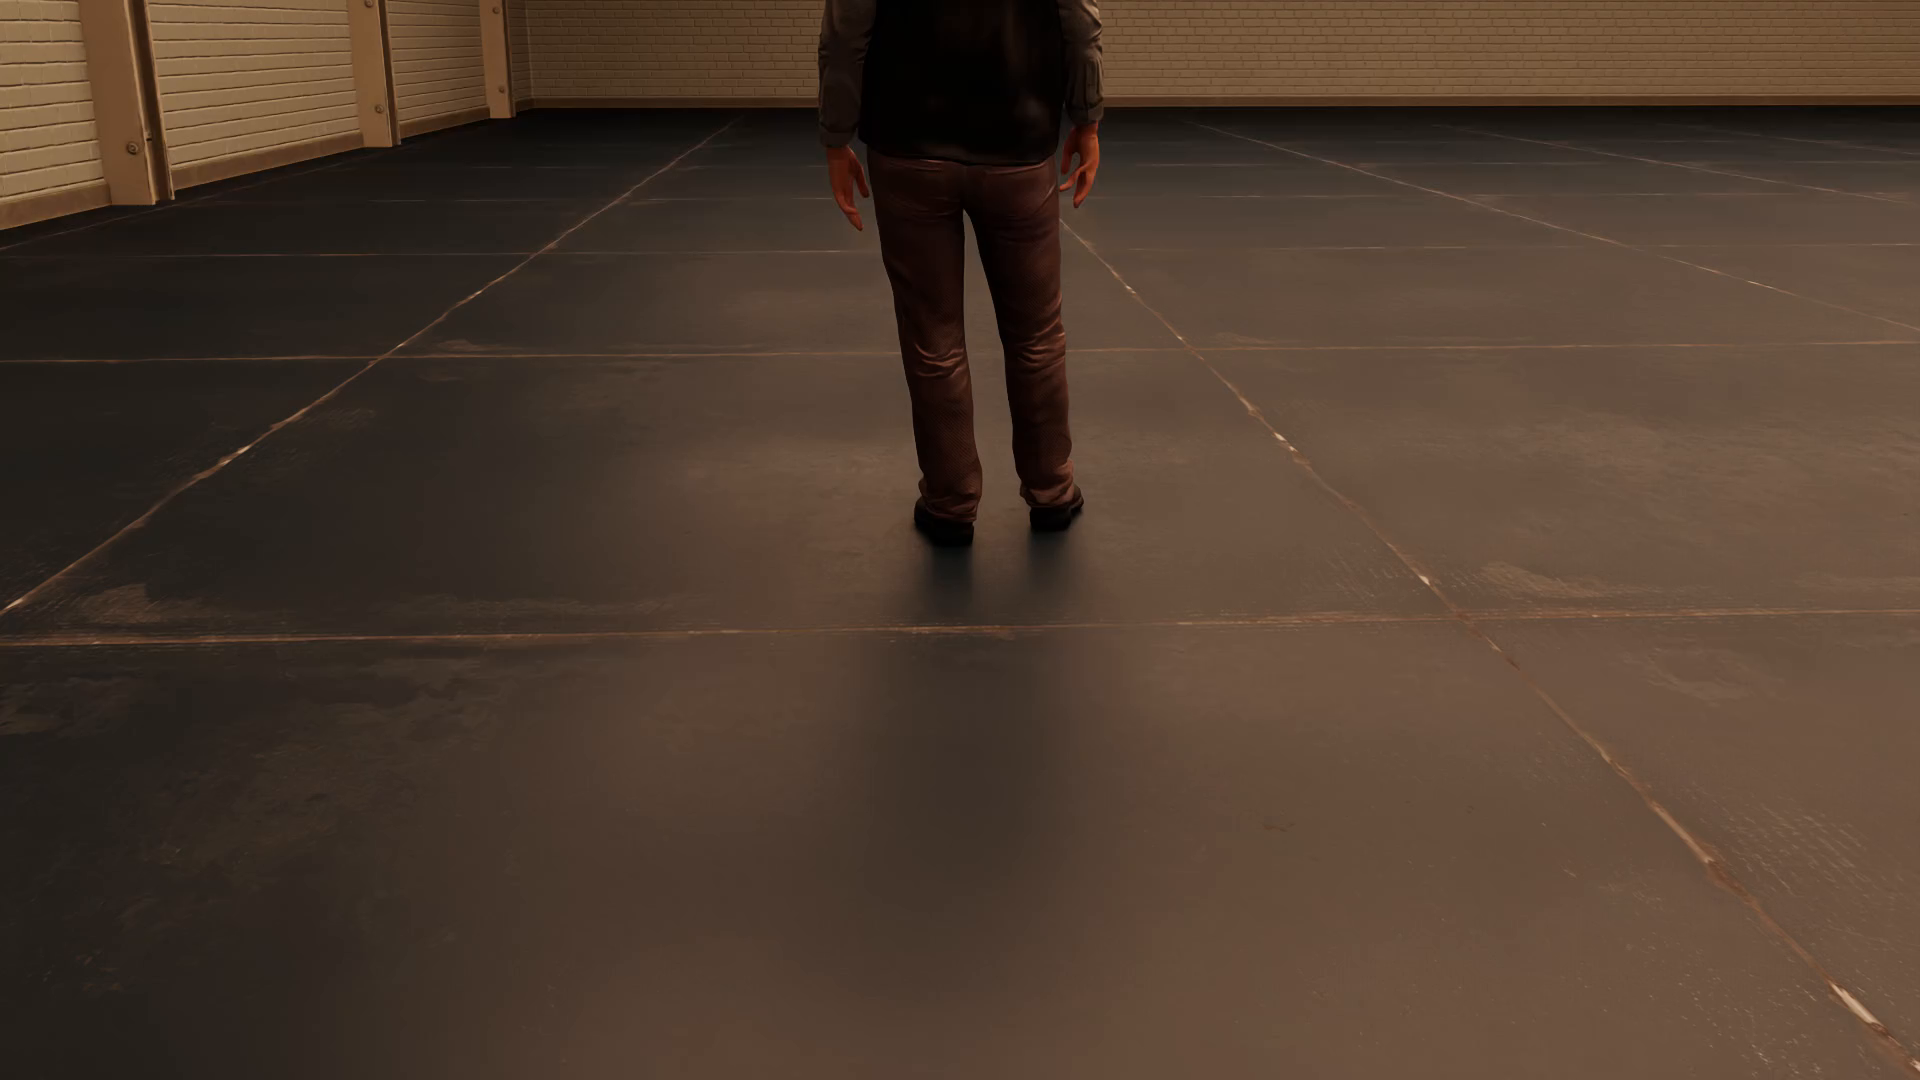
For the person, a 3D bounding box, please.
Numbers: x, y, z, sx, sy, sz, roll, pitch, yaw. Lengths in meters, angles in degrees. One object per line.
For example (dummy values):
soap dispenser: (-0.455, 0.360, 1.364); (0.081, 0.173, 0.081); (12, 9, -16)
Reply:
person: (0.005, -0.848, 3.724); (0.632, 1.720, 0.568); (-1, 17, -3)
